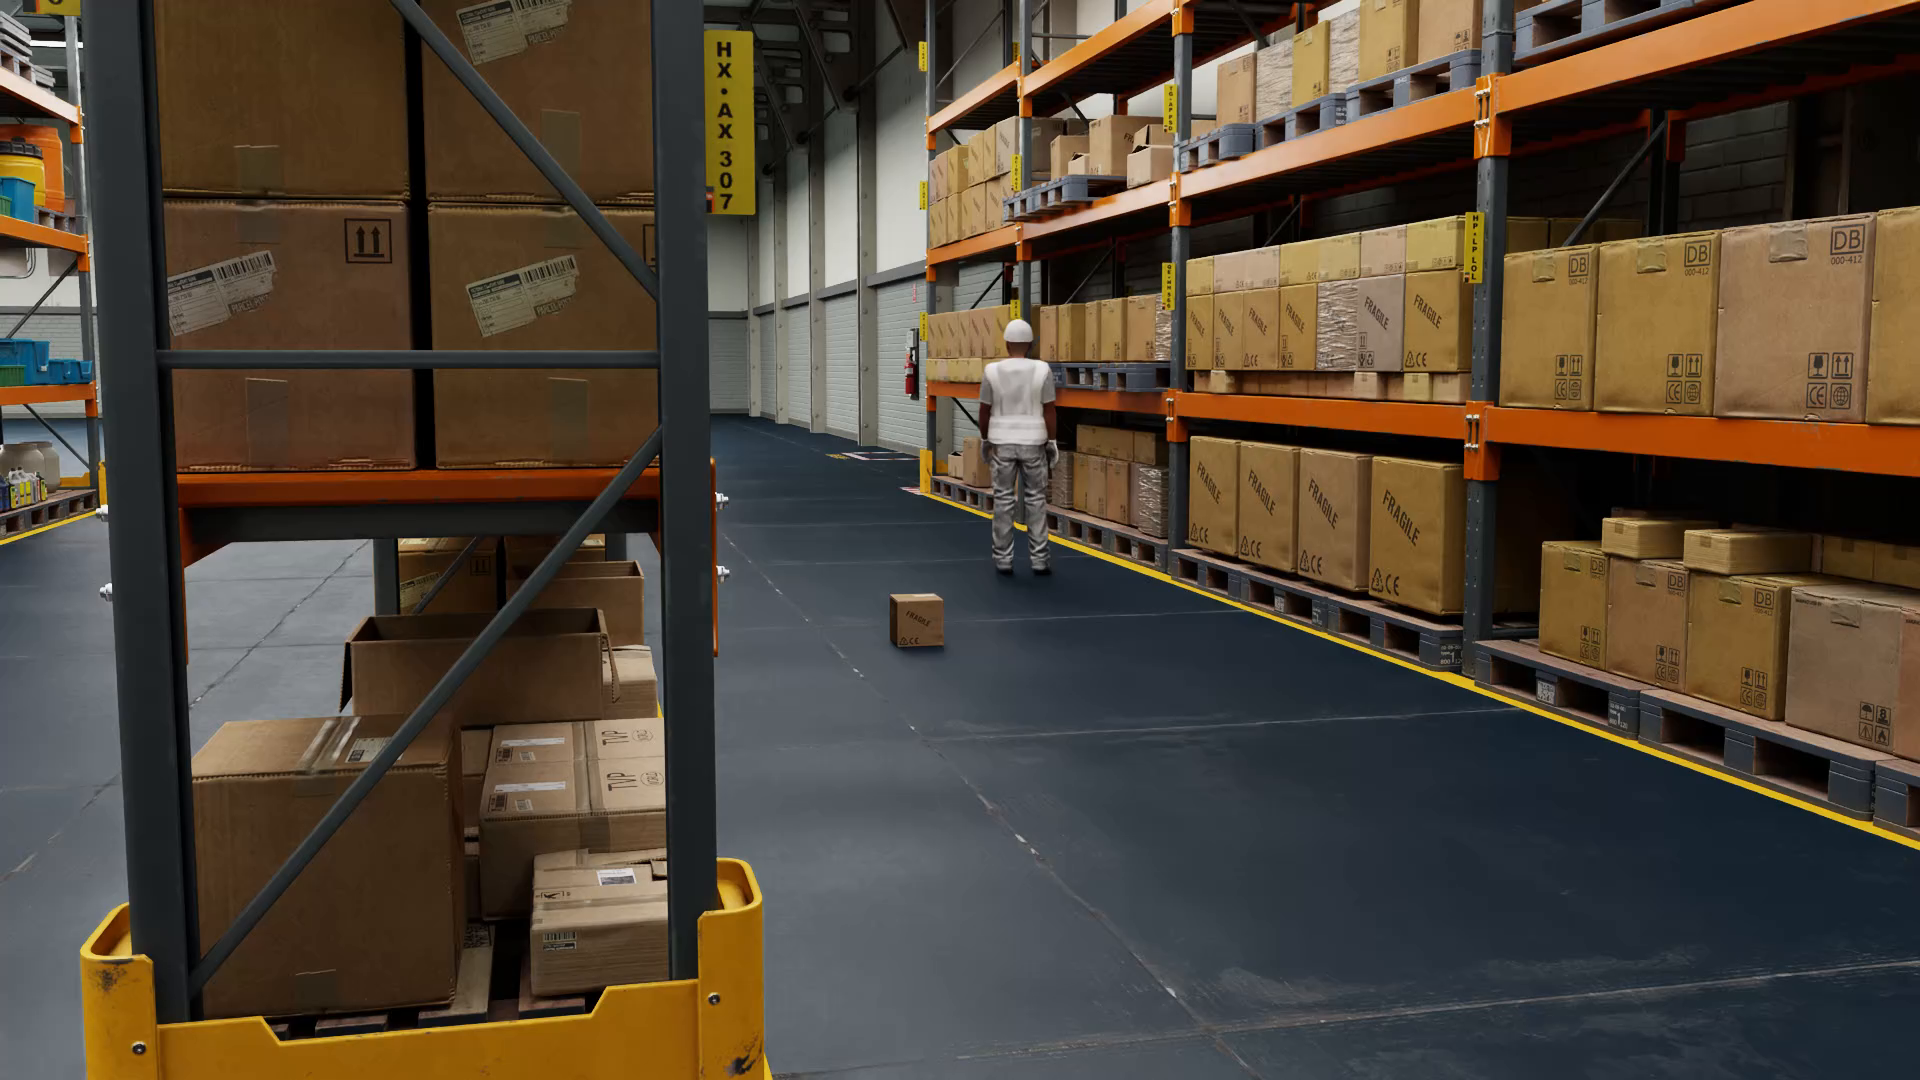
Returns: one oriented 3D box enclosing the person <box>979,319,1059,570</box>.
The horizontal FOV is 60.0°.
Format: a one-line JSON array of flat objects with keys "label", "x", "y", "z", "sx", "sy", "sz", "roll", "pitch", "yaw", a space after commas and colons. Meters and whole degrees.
[{"label": "person", "x": 0.422, "y": -0.679, "z": 11.926, "sx": 0.571, "sy": 1.792, "sz": 0.429, "roll": 1, "pitch": 6, "yaw": 5}]
